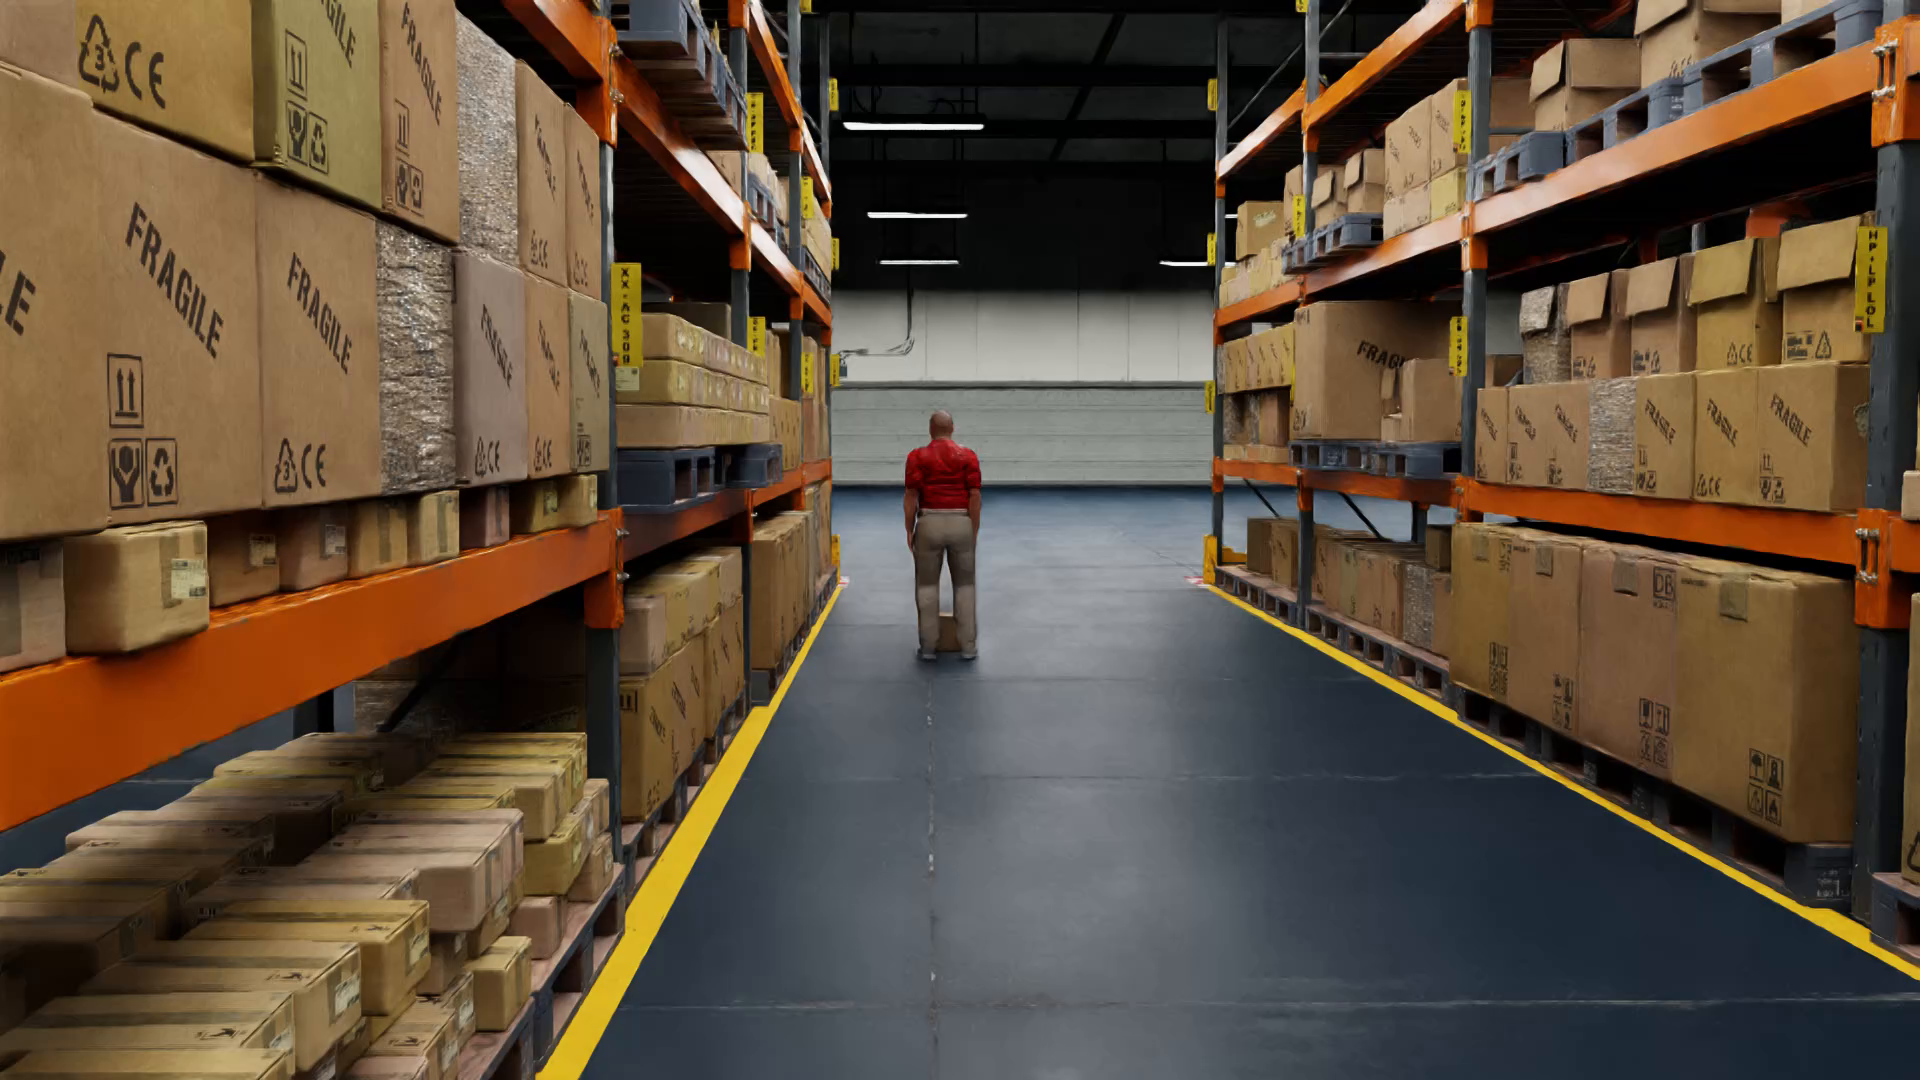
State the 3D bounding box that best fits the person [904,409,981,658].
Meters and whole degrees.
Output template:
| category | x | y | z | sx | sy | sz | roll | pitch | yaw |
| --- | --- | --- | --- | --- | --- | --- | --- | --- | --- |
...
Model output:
| category | x | y | z | sx | sy | sz | roll | pitch | yaw |
| --- | --- | --- | --- | --- | --- | --- | --- | --- | --- |
| person | -0.122 | -0.043 | 11.552 | 0.534 | 1.724 | 0.361 | 0 | 4 | 0 |
